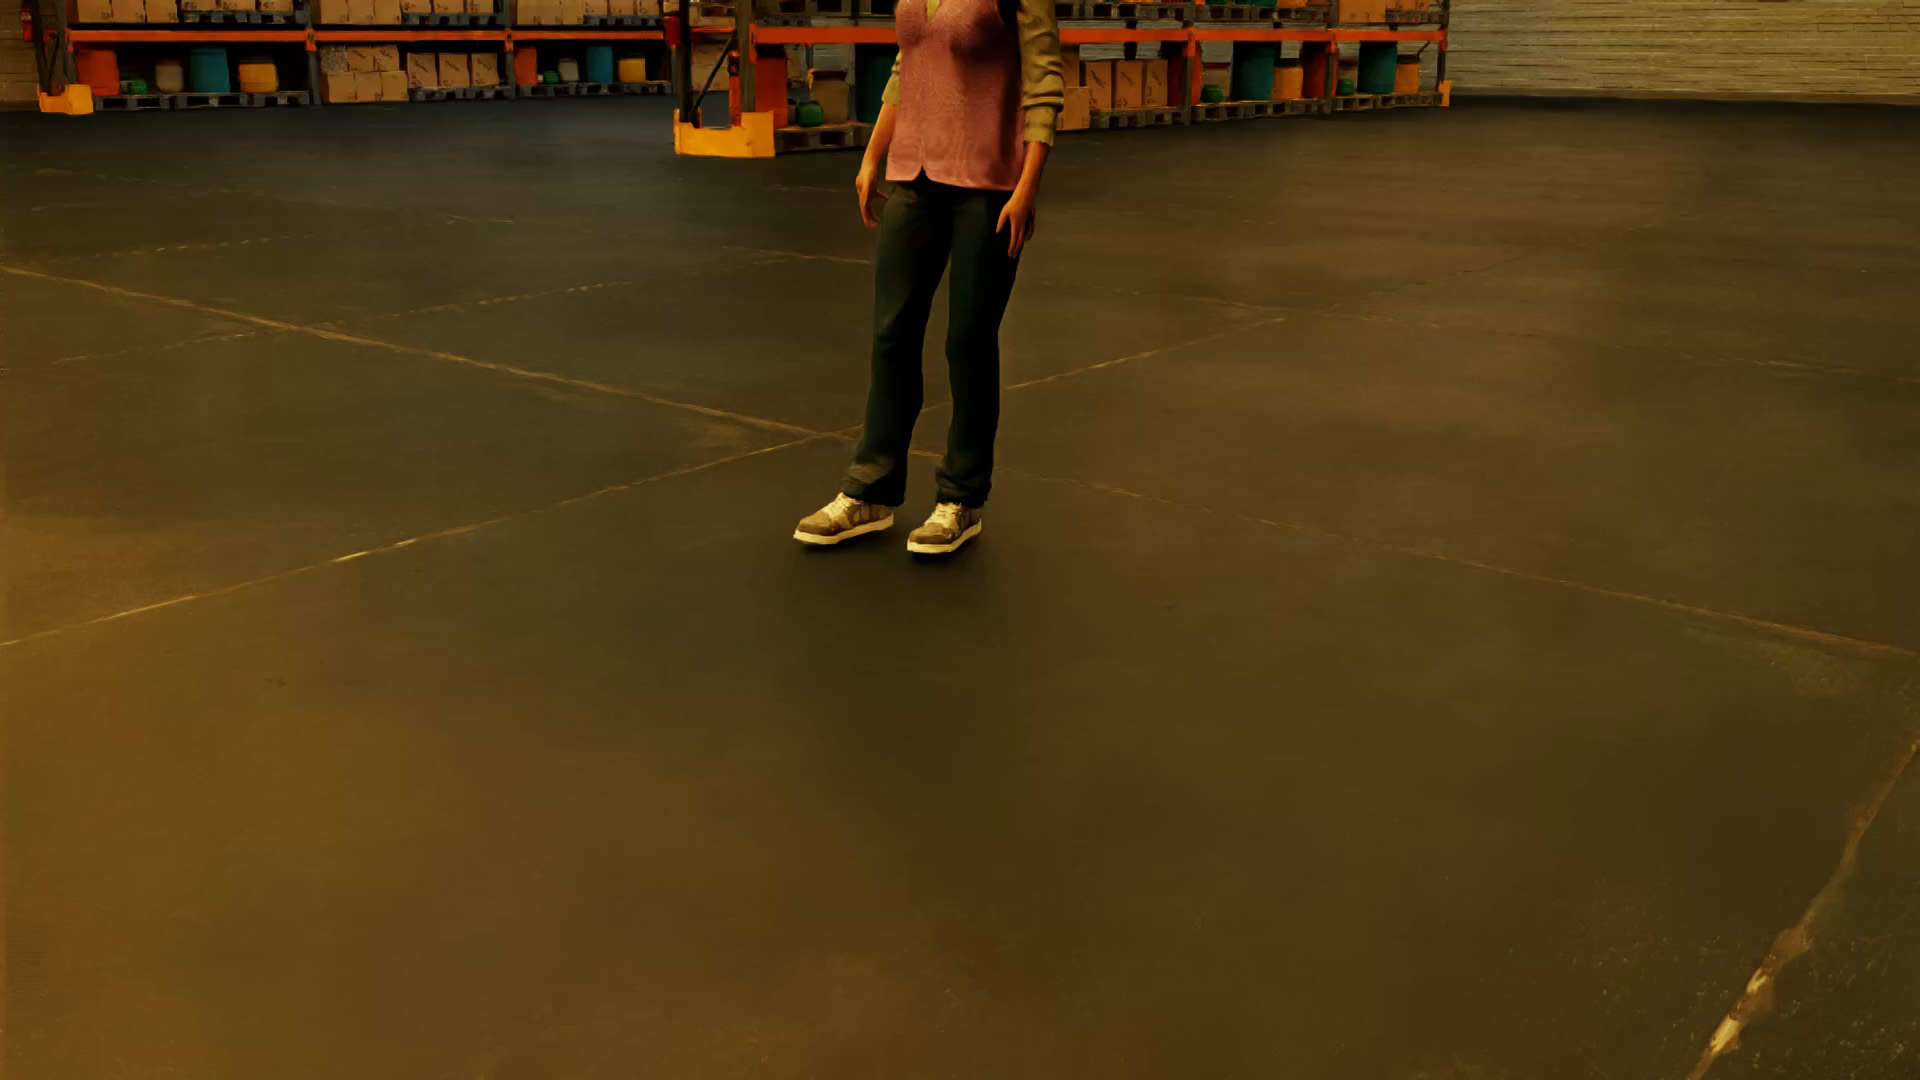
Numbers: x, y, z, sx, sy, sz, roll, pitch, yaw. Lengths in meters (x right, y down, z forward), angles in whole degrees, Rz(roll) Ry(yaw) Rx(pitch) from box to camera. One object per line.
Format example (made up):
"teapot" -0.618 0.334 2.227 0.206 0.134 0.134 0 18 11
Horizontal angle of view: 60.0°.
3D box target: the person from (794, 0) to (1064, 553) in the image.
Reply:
"person" -0.058 -0.757 3.662 0.520 1.597 0.474 13 21 37
